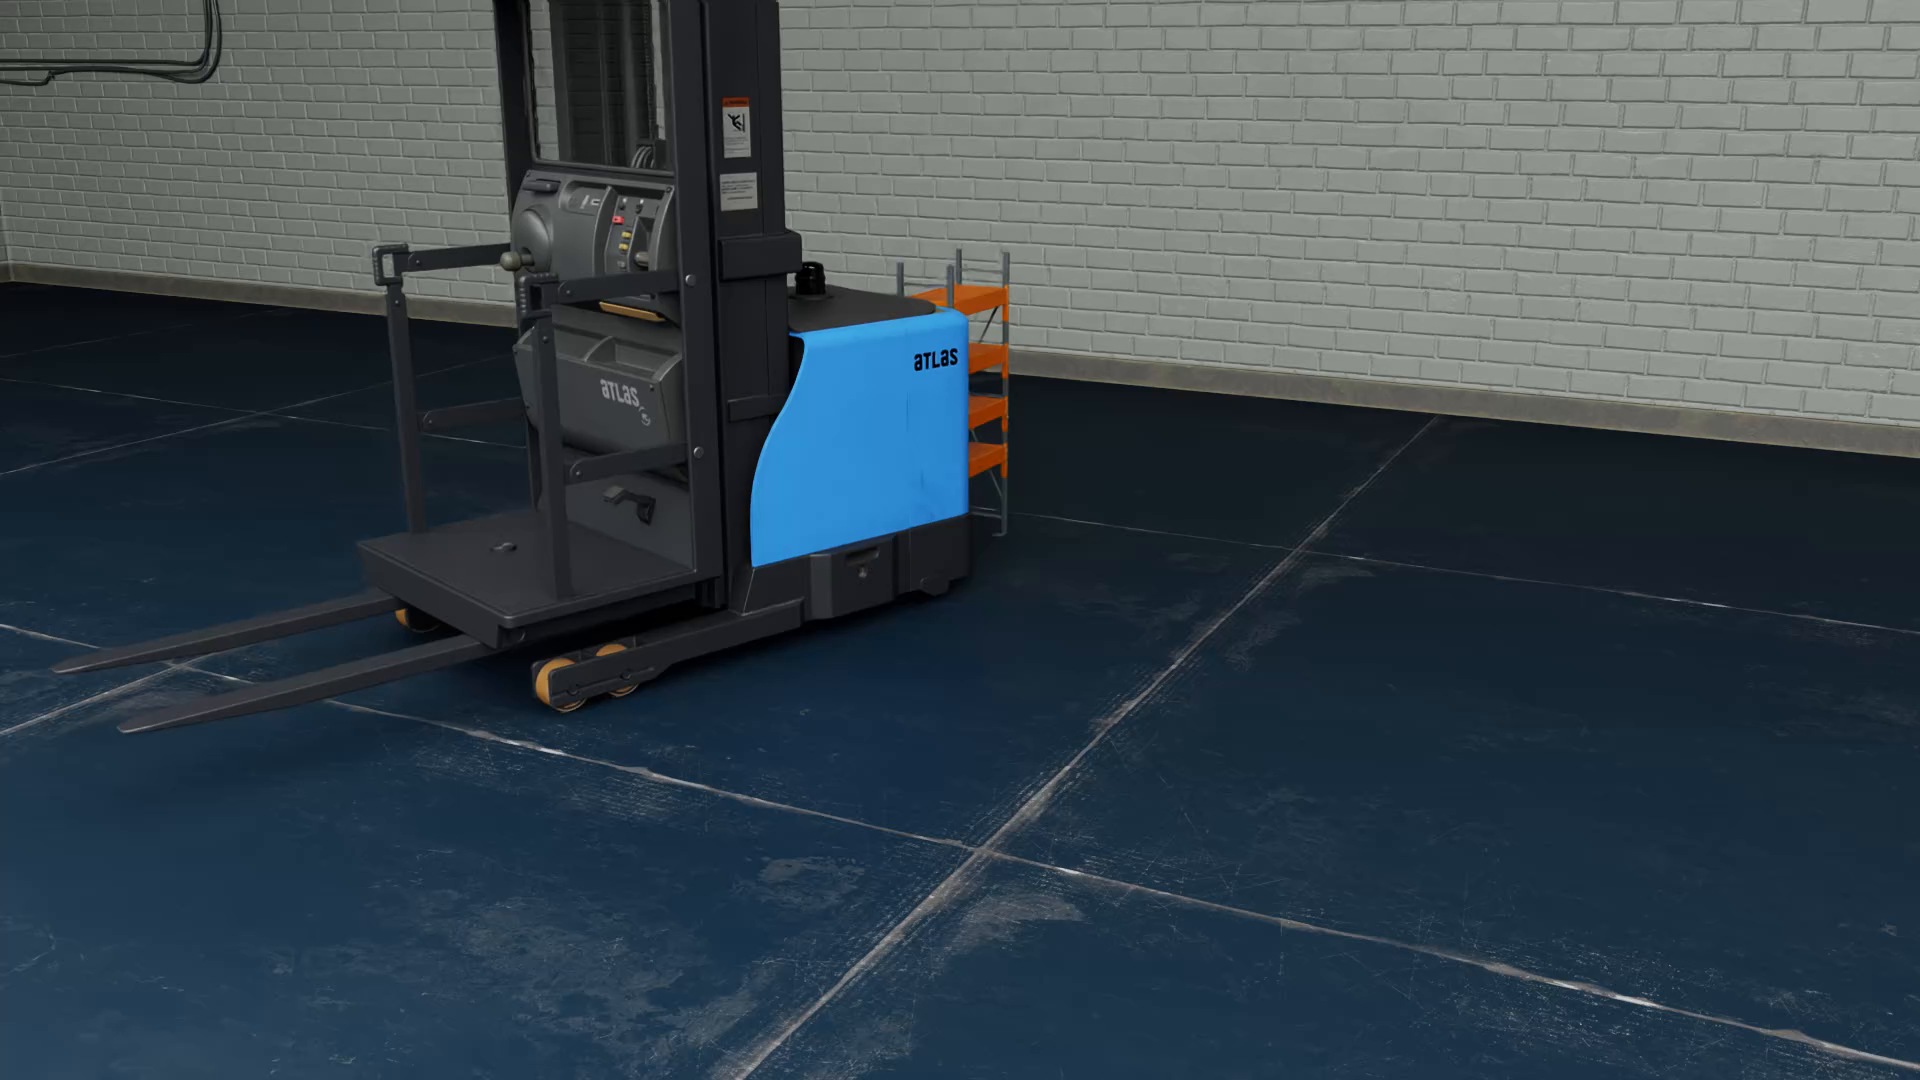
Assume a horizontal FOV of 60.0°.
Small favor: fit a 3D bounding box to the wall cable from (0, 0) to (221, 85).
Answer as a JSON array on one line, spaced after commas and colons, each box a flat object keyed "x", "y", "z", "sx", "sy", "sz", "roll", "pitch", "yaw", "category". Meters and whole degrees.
[{"x": -7.126, "y": -4.933, "z": 13.281, "sx": 3.097, "sy": 2.526, "sz": 0.112, "roll": 8, "pitch": 18, "yaw": 25, "category": "wall cable"}]

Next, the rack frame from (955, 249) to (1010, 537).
[{"x": 0.091, "y": -0.607, "z": 6.961, "sx": 0.240, "sy": 1.200, "sz": 0.015, "roll": 8, "pitch": 18, "yaw": 26, "category": "rack frame"}]

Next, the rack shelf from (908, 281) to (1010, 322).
[{"x": -0.021, "y": -0.922, "z": 6.641, "sx": 0.258, "sy": 0.148, "sz": 0.480, "roll": 8, "pitch": 18, "yaw": 26, "category": "rack shelf"}]

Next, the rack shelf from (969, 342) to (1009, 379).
[{"x": -0.021, "y": -0.695, "z": 6.709, "sx": 0.258, "sy": 0.148, "sz": 0.480, "roll": 8, "pitch": 18, "yaw": 26, "category": "rack shelf"}]

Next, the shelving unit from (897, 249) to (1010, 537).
[{"x": -0.021, "y": -0.545, "z": 6.753, "sx": 0.258, "sy": 1.200, "sz": 0.503, "roll": 8, "pitch": 18, "yaw": 26, "category": "shelving unit"}]

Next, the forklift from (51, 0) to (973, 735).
[{"x": -1.375, "y": -1.033, "z": 5.354, "sx": 3.031, "sy": 2.935, "sz": 1.130, "roll": -15, "pitch": 22, "yaw": -41, "category": "forklift"}]

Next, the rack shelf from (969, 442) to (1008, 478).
[{"x": -0.021, "y": -0.291, "z": 6.829, "sx": 0.258, "sy": 0.148, "sz": 0.480, "roll": 8, "pitch": 18, "yaw": 26, "category": "rack shelf"}]

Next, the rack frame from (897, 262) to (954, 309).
[{"x": -0.133, "y": -0.484, "z": 6.546, "sx": 0.240, "sy": 1.200, "sz": 0.015, "roll": 8, "pitch": 18, "yaw": 26, "category": "rack frame"}]

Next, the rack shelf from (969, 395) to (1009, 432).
[{"x": -0.021, "y": -0.481, "z": 6.773, "sx": 0.258, "sy": 0.148, "sz": 0.480, "roll": 8, "pitch": 18, "yaw": 26, "category": "rack shelf"}]
